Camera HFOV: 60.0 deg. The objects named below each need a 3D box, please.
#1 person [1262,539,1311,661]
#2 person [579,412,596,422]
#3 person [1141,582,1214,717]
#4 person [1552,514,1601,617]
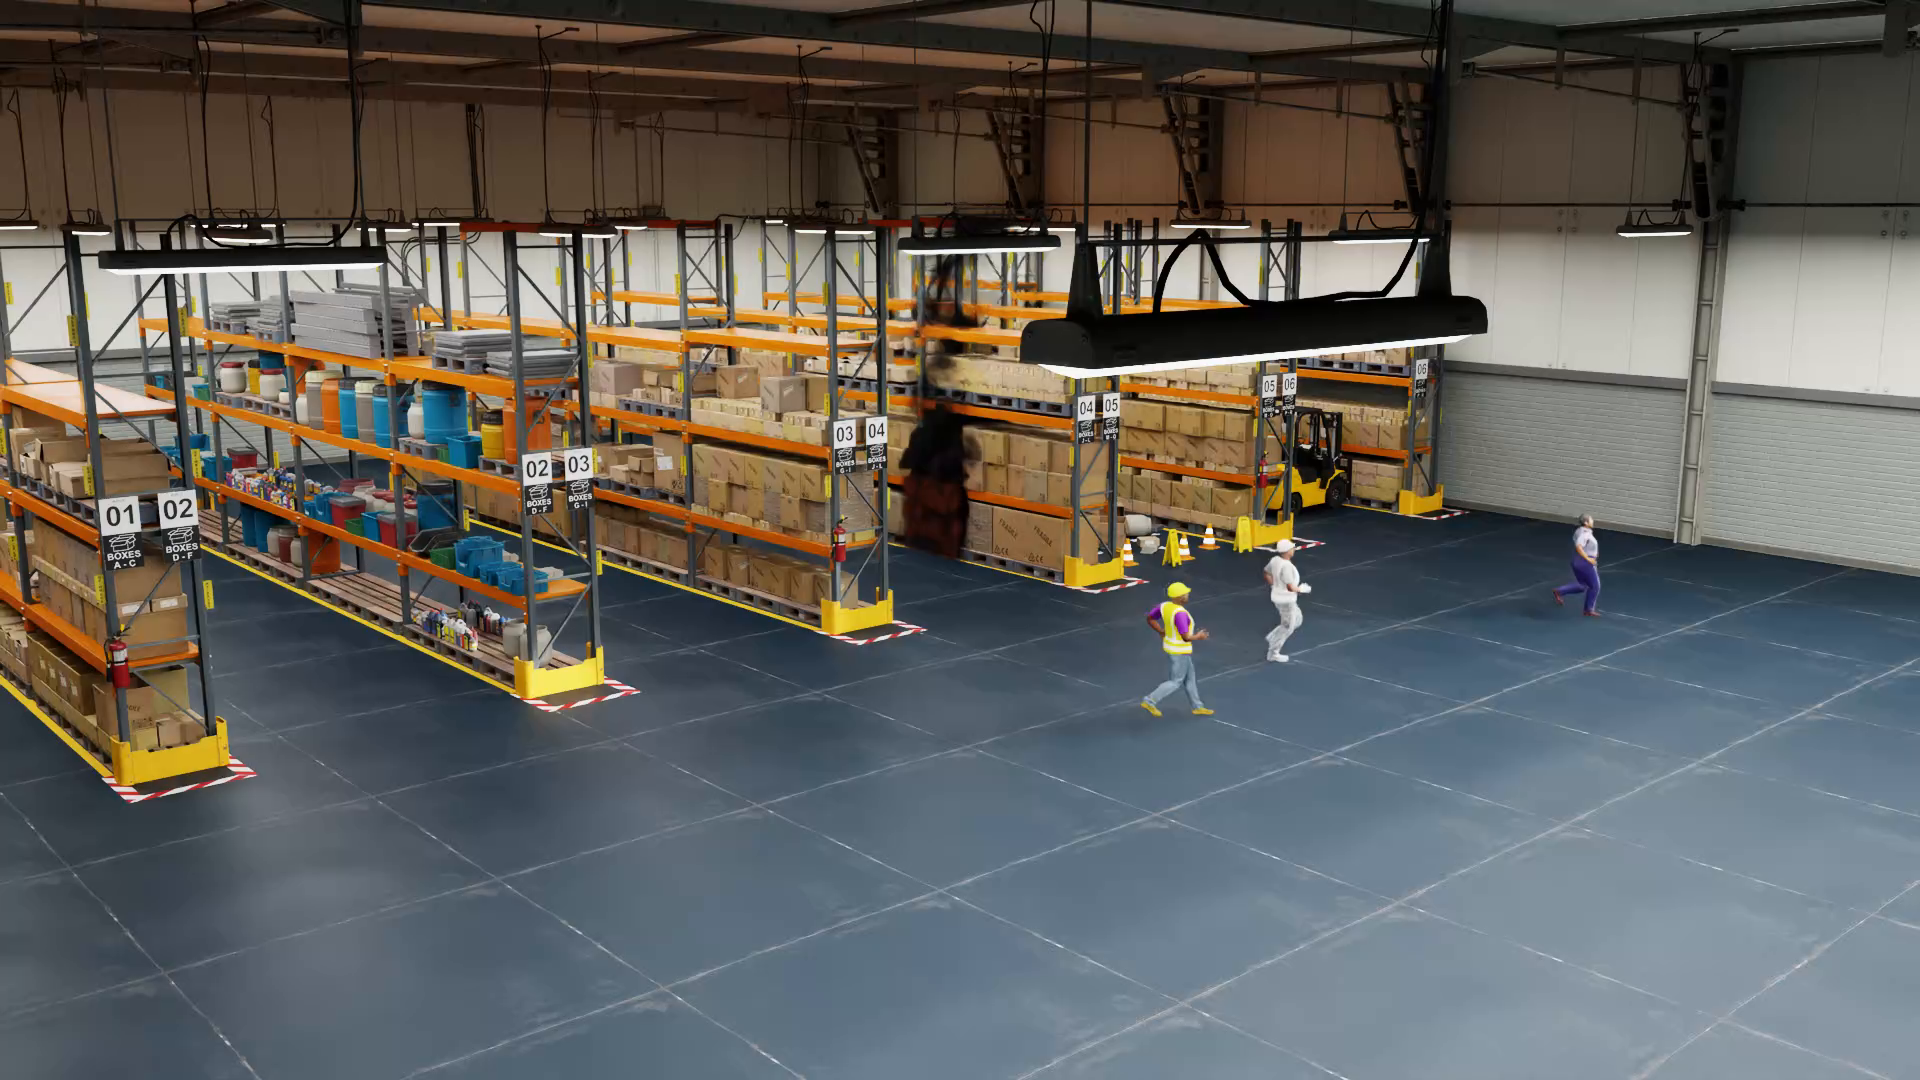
[{"bbox_3d":[4.593,0.835,23.300,0.596,1.739,0.673,-1,11,-4],"label":"person"},{"bbox_3d":[-9.138,-2.709,41.038,0.735,1.673,0.757,-8,14,-34],"label":"person"},{"bbox_3d":[2.710,1.371,20.569,1.031,1.744,0.714,-3,12,-14],"label":"person"},{"bbox_3d":[9.676,0.395,25.913,0.724,1.631,0.607,1,11,6],"label":"person"}]
